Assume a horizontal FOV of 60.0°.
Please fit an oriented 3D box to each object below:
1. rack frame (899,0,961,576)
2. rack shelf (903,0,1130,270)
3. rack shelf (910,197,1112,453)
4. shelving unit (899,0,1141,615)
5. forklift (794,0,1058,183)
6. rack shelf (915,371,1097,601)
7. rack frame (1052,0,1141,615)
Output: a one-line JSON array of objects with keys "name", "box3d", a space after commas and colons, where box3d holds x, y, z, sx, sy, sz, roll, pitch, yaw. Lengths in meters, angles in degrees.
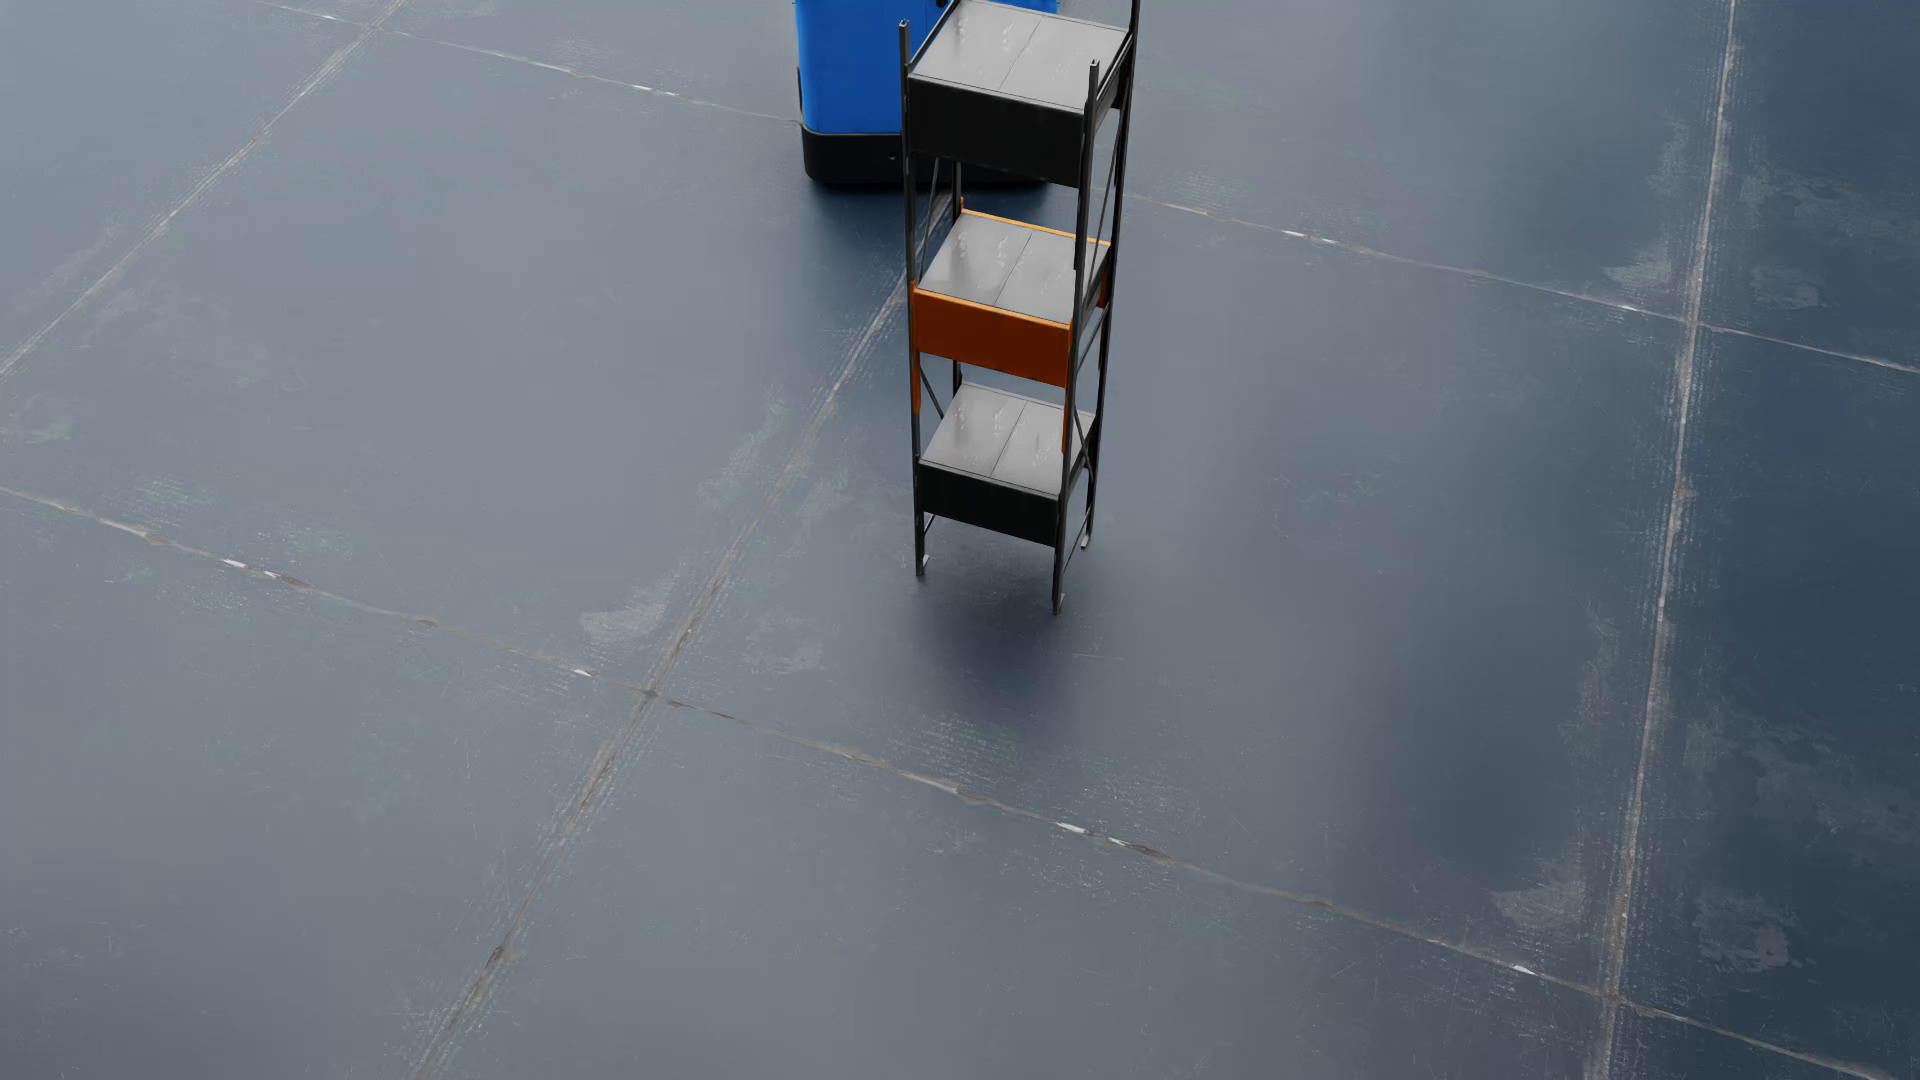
[{"name": "rack frame", "box3d": [-0.074, -0.708, 4.974, 0.015, 2.100, 0.400, 16, 51, 13]}, {"name": "rack shelf", "box3d": [0.155, -1.094, 4.400, 0.480, 0.518, 0.431, 16, 51, 13]}, {"name": "rack shelf", "box3d": [0.155, -0.635, 4.929, 0.480, 0.518, 0.431, 16, 51, 13]}, {"name": "shelving unit", "box3d": [0.155, -0.644, 4.919, 0.503, 2.100, 0.431, 16, 51, 13]}, {"name": "forklift", "box3d": [-0.141, -3.550, 6.887, 1.130, 2.935, 3.031, 0, 49, 0]}, {"name": "rack shelf", "box3d": [0.155, -0.177, 5.458, 0.480, 0.518, 0.431, 16, 51, 13]}, {"name": "rack frame", "box3d": [0.384, -0.580, 4.864, 0.015, 2.100, 0.400, 16, 51, 13]}]
